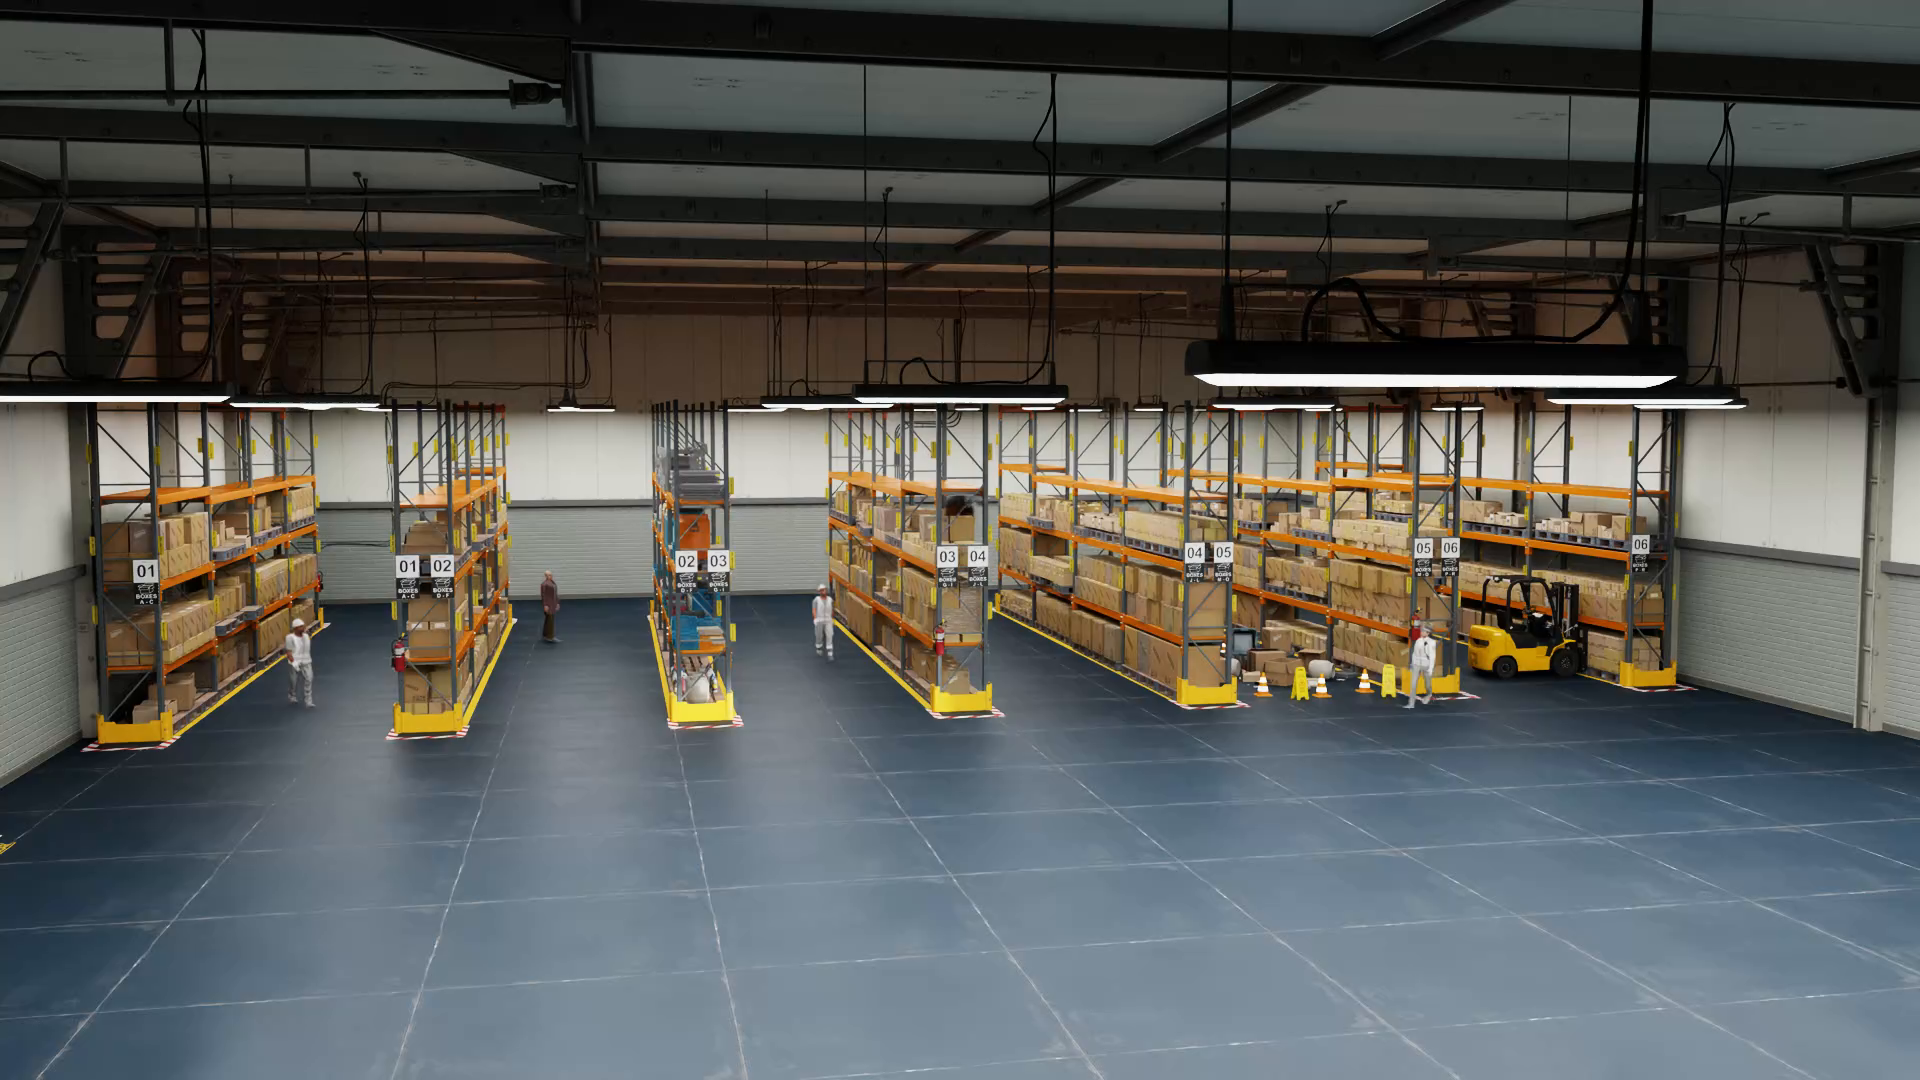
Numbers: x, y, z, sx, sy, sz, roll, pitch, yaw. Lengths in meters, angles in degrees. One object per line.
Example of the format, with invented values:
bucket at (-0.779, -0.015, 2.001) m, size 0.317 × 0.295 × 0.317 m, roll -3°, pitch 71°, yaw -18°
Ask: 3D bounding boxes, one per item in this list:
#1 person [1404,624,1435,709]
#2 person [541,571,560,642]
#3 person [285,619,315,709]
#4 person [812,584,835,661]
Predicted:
person at (9.005, 2.448, 32.406) m, size 0.540 × 1.649 × 0.736 m, roll 2°, pitch 5°, yaw 26°
person at (-10.345, 1.712, 42.115) m, size 0.520 × 1.696 × 0.615 m, roll 0°, pitch 4°, yaw 1°
person at (-12.898, 2.413, 32.444) m, size 0.501 × 1.748 × 1.033 m, roll -3°, pitch 5°, yaw -32°
person at (-3.168, 1.913, 38.769) m, size 0.542 × 1.739 × 0.975 m, roll -1°, pitch 4°, yaw -14°
